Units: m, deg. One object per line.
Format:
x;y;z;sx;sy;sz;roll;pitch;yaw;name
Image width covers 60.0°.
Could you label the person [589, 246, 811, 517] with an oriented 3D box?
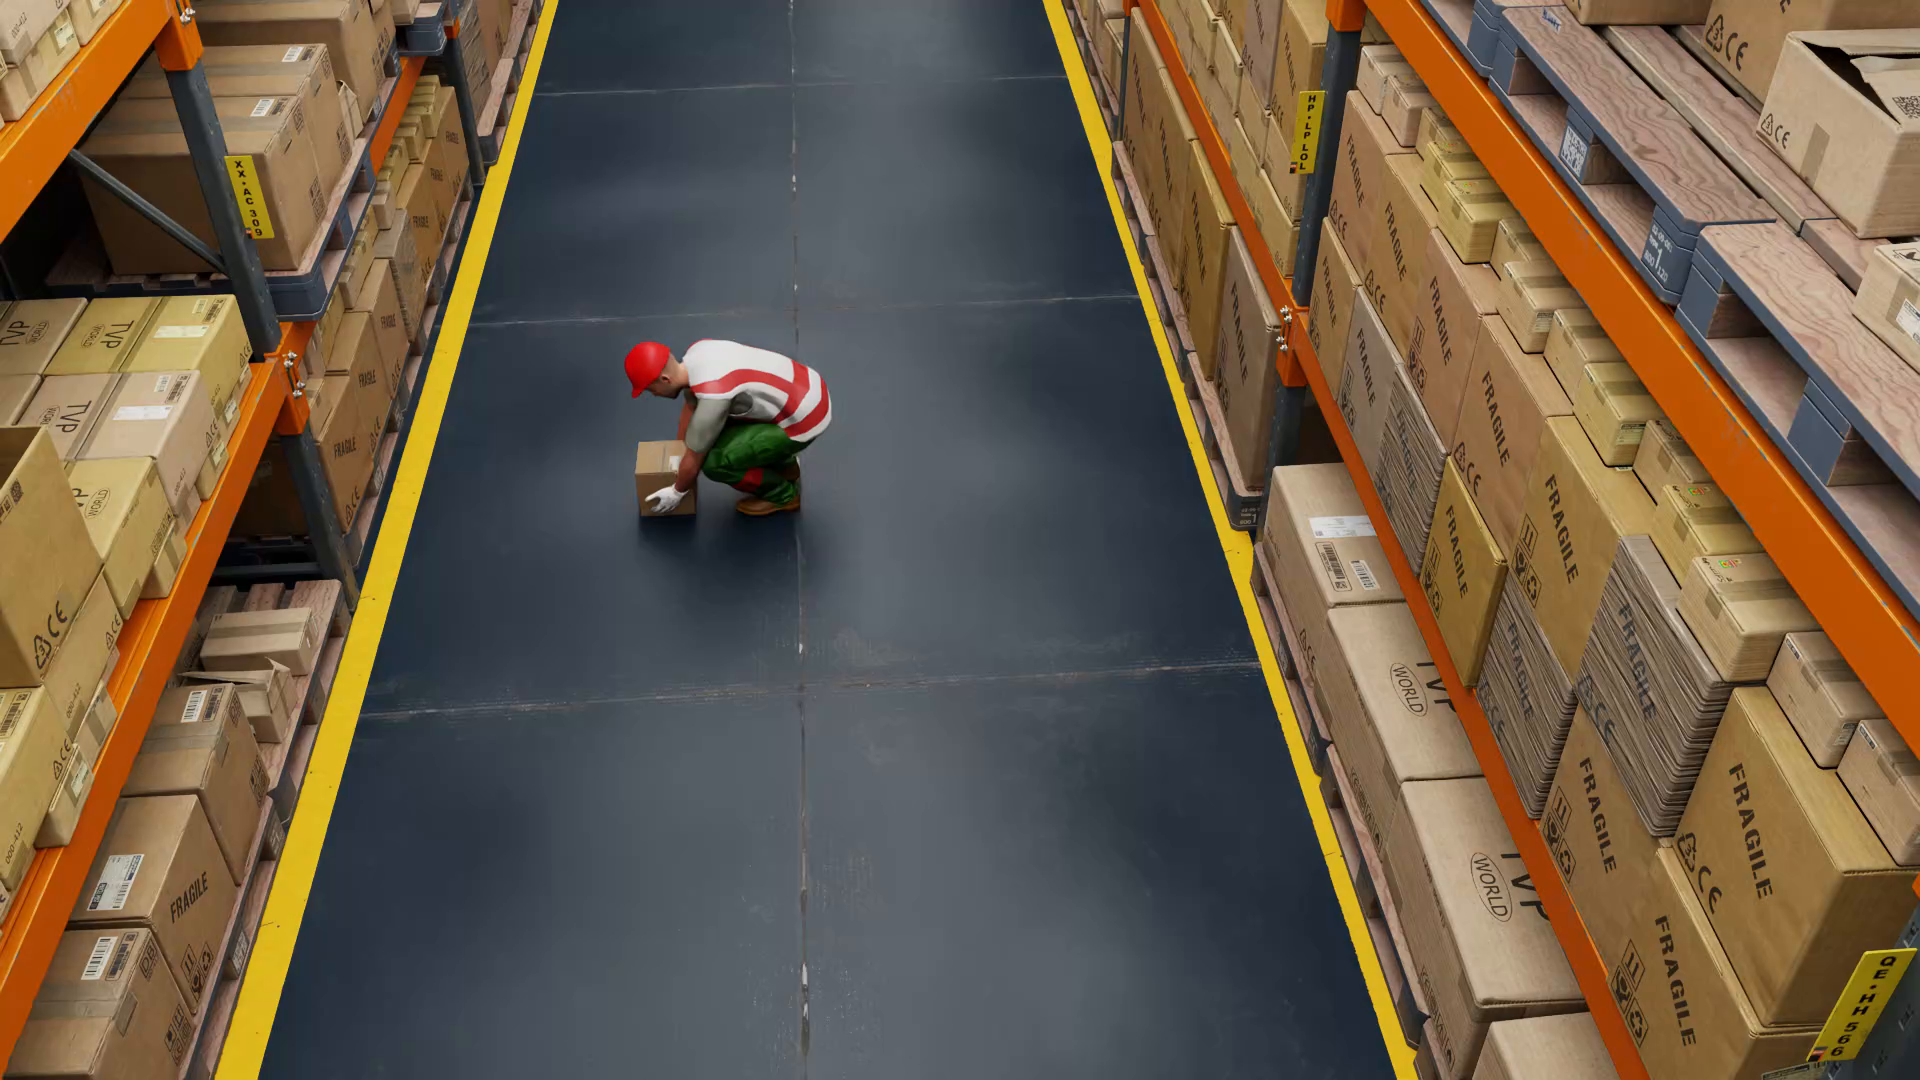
-1.107;-0.730;7.403;0.914;1.335;0.487;-4;39;-5;person
